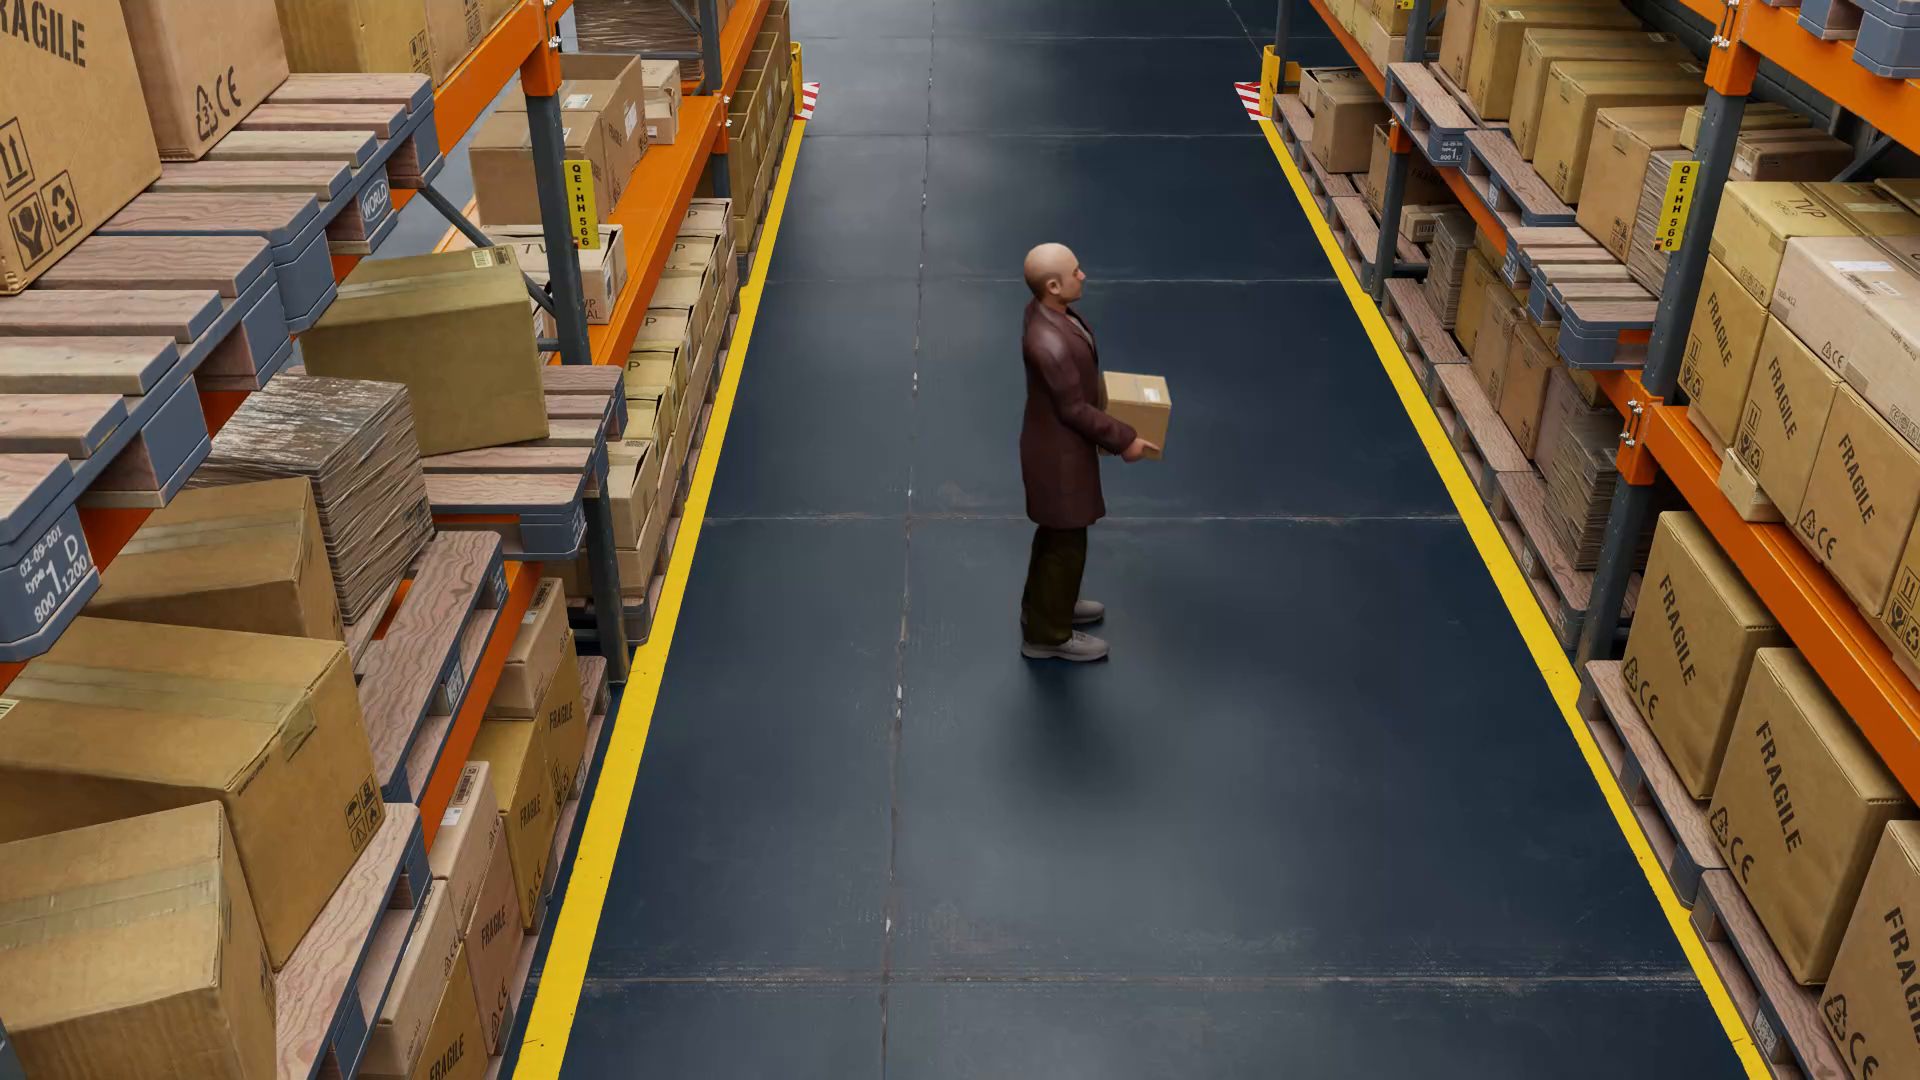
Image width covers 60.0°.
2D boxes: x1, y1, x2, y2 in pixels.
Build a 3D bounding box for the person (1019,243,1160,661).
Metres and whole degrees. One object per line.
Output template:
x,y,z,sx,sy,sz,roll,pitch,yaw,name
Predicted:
0.509,-0.349,6.726,0.554,1.774,0.533,0,31,0,person
